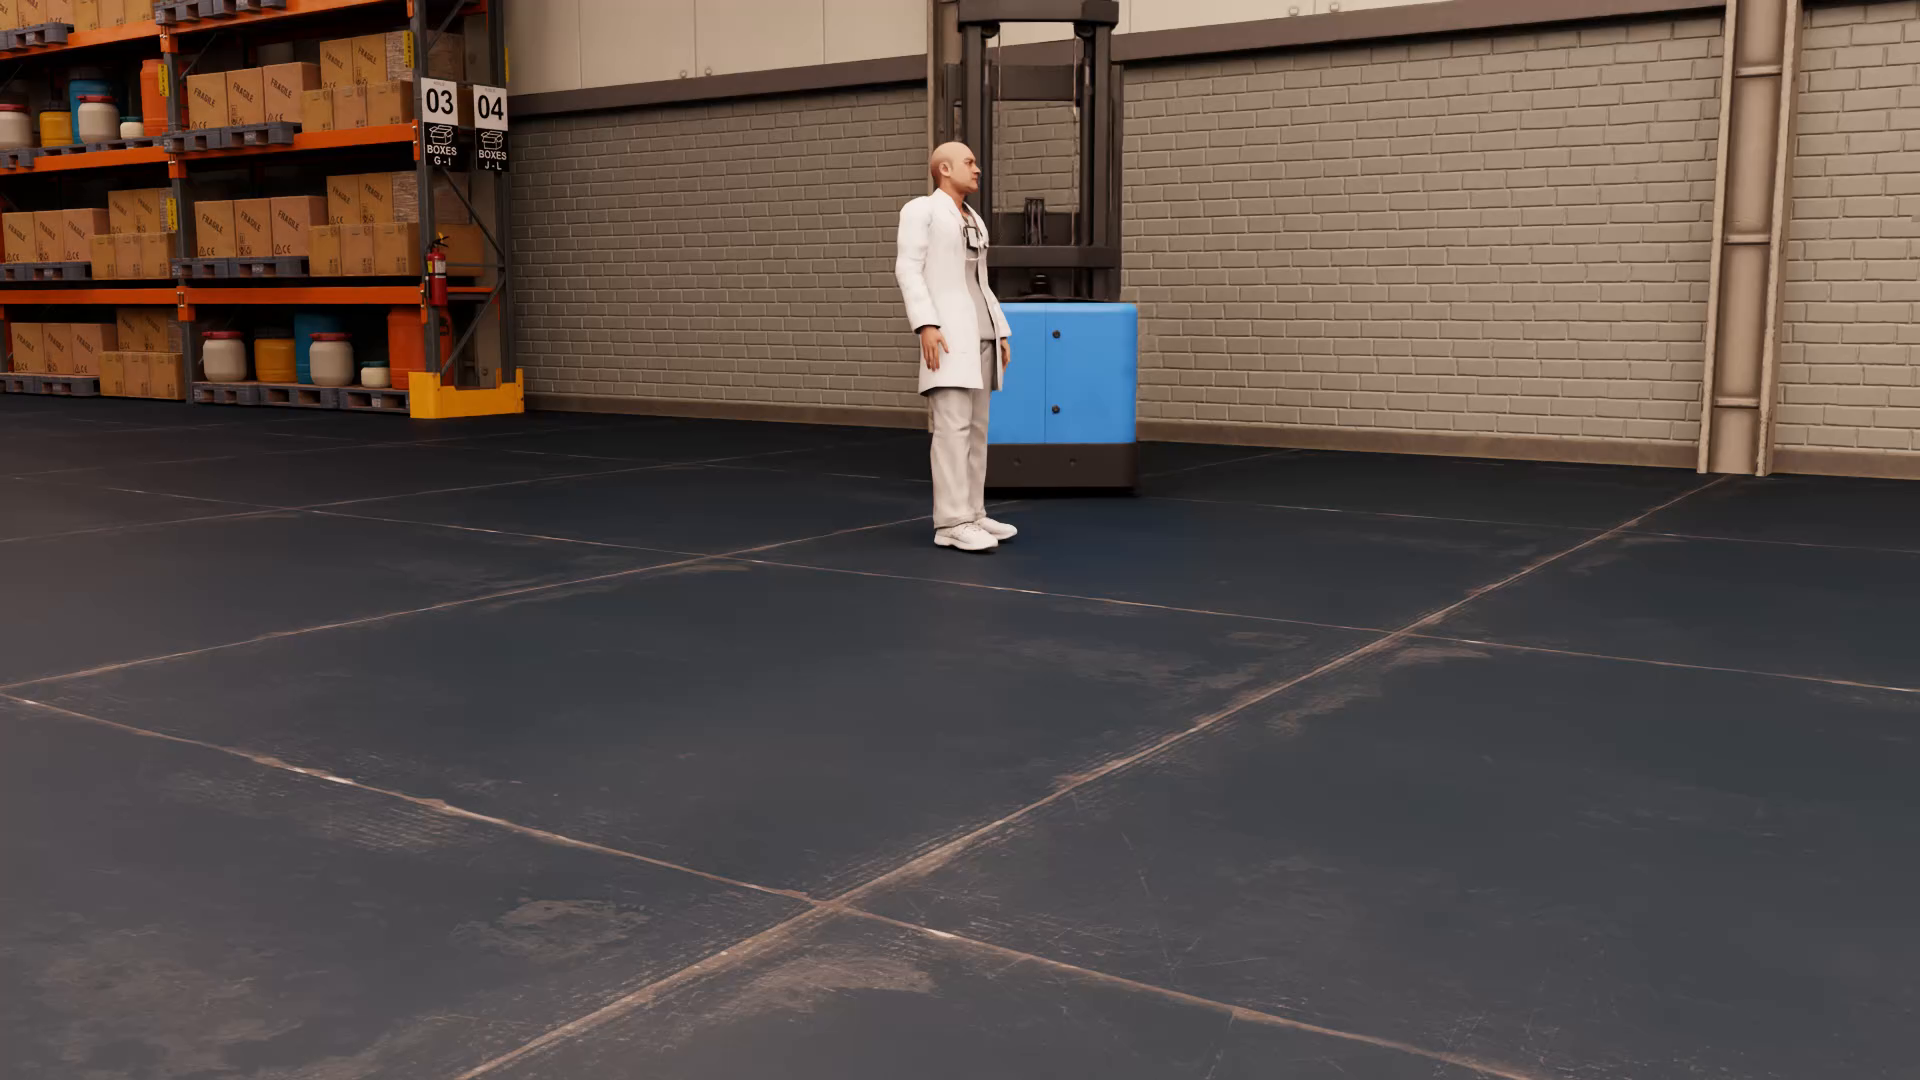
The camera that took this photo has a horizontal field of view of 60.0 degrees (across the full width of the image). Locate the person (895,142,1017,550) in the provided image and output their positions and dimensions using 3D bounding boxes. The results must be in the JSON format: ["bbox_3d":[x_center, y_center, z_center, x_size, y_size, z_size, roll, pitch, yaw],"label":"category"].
[{"bbox_3d":[0.072,-0.880,7.423,0.581,1.776,0.696,5,10,34],"label":"person"}]

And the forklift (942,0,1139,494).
[{"bbox_3d":[0.438,-1.883,10.435,1.130,2.935,3.031,0,8,-1],"label":"forklift"}]
